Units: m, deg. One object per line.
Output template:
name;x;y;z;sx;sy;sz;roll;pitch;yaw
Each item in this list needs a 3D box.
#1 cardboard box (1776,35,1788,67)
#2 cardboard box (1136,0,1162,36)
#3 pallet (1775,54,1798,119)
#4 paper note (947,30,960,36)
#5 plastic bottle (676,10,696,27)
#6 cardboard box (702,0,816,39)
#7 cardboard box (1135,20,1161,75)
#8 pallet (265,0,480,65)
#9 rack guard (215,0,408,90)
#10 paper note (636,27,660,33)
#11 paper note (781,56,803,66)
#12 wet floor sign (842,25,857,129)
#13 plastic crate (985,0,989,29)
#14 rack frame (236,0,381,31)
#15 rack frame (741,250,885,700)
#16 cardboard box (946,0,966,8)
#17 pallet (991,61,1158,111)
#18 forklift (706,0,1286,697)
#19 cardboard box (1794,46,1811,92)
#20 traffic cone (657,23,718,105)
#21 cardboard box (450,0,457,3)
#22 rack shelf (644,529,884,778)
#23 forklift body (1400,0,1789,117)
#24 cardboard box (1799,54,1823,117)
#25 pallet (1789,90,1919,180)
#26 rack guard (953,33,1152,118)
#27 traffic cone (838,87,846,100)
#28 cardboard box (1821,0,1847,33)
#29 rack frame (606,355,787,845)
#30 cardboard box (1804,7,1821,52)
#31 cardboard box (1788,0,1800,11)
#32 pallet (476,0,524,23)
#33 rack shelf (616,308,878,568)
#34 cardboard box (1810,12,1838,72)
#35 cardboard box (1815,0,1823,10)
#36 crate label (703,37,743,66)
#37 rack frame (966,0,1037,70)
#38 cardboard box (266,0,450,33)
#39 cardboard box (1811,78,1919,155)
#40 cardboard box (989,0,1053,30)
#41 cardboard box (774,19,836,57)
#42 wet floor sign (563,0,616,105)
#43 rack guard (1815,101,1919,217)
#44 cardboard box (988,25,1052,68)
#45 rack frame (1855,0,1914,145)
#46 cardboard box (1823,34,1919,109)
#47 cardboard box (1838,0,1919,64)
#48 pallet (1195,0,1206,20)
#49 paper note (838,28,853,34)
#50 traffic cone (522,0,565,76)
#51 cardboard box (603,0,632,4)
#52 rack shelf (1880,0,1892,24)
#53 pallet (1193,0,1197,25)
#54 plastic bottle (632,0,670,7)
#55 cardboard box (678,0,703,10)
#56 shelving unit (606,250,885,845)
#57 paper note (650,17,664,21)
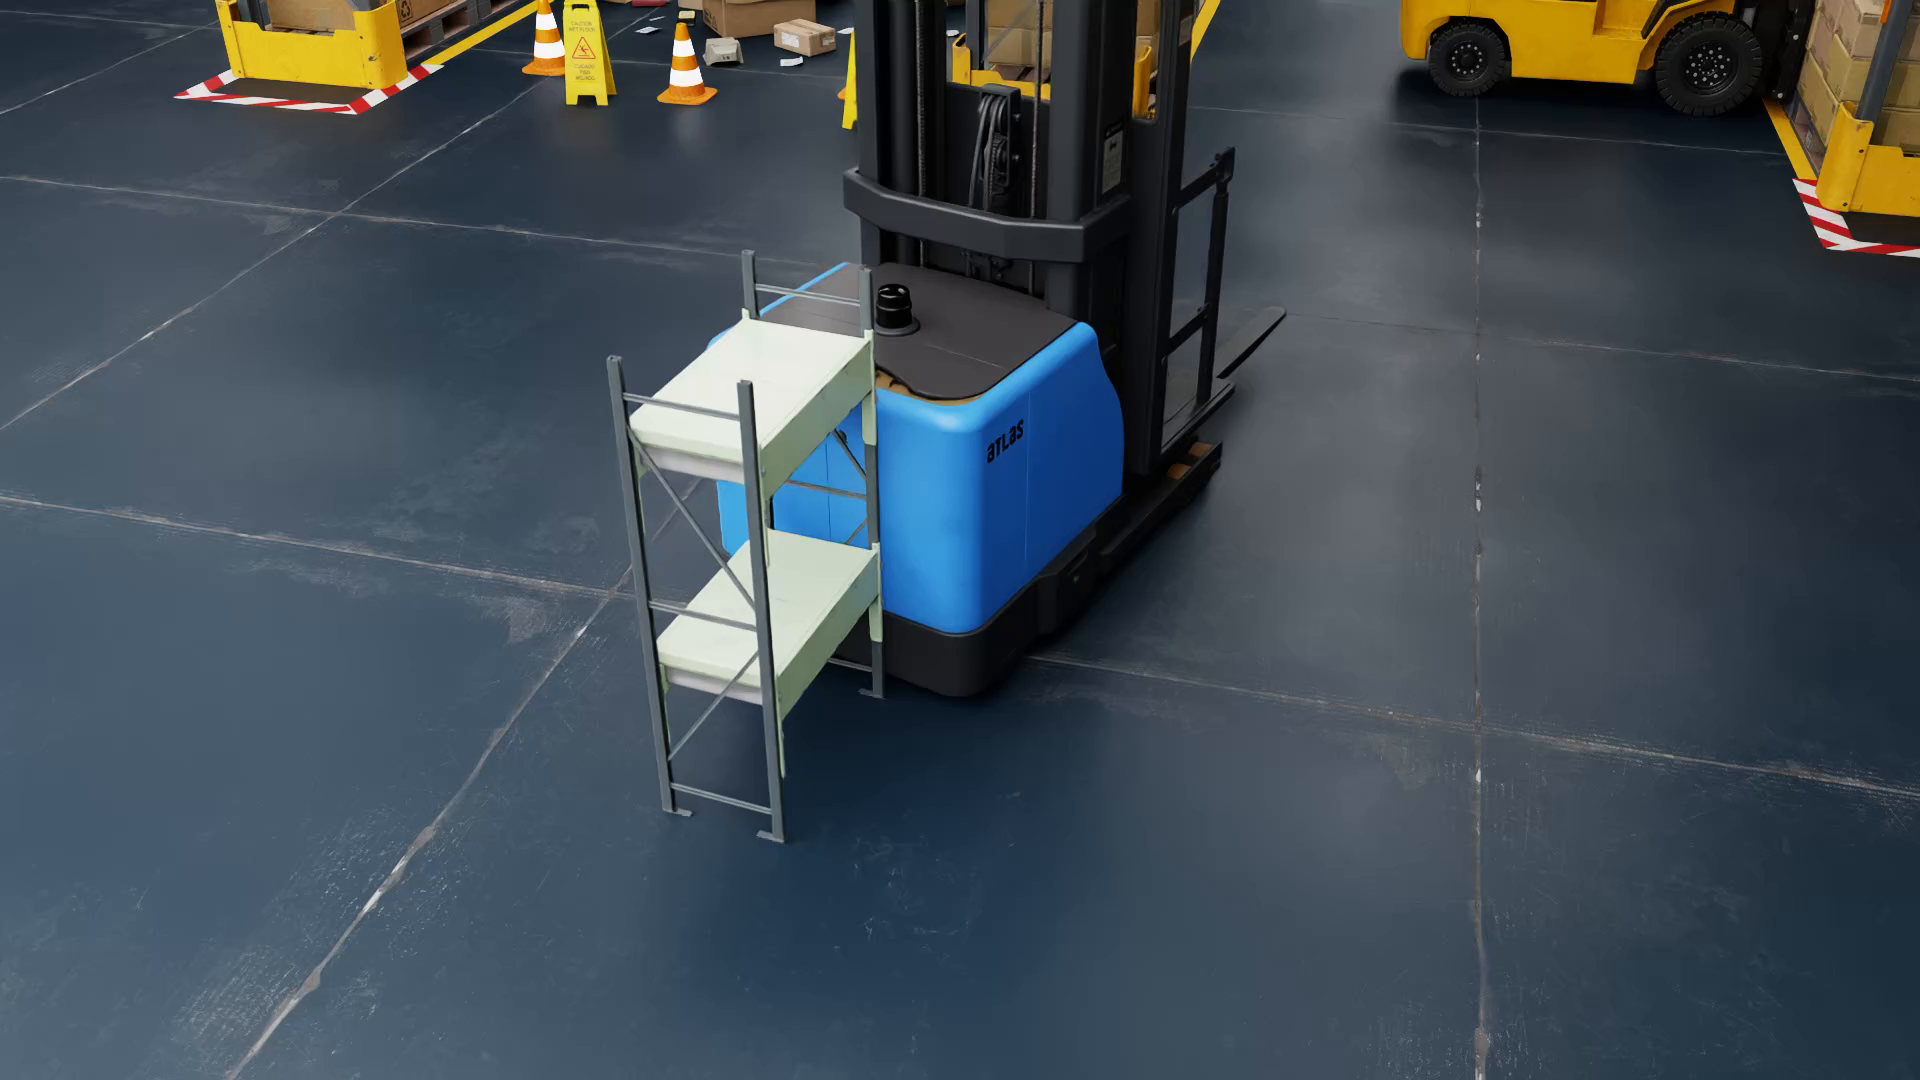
cardboard box;5.531;-3.185;10.636;0.500;0.250;0.500;9;34;14
cardboard box;1.012;-3.494;10.423;0.500;0.500;0.500;7;33;11
pallet;5.802;-2.951;10.695;1.003;0.211;1.213;8;33;12
paper note;-0.079;-3.661;11.980;0.142;0.019;0.148;-3;33;-4
plastic bottle;-2.013;-3.848;12.245;0.133;0.061;0.283;-3;33;-4
cardboard box;-1.469;-3.970;12.027;0.797;0.503;0.637;-14;35;-21
cardboard box;1.006;-3.166;10.605;0.500;0.250;0.500;8;33;12
pallet;-4.152;-3.638;11.776;1.003;0.211;1.213;8;33;12
rack guard;-4.286;-3.322;11.009;1.175;0.500;0.348;8;33;12
paper note;-2.250;-3.697;12.038;0.144;0.017;0.142;20;38;29
paper note;-1.151;-3.276;11.375;0.148;0.019;0.142;-3;33;-4
wet floor sign;-0.549;-2.821;10.087;0.267;0.644;0.232;20;38;29
plastic crate;0.358;-3.908;12.323;0.402;0.080;0.583;-3;33;-4
rack frame;-4.279;-4.389;10.358;1.000;3.000;0.127;8;33;12
rack frame;-0.435;-0.155;5.096;0.400;1.500;0.023;12;34;18
cardboard box;-0.039;-4.419;12.733;0.500;0.500;0.500;-21;38;-29
pallet;0.794;-3.047;10.847;1.003;0.211;1.213;8;33;12
forklift;0.381;-1.490;5.862;1.130;2.935;3.031;18;37;26
cardboard box;5.421;-2.913;10.207;0.500;0.250;0.500;8;33;13
traffic cone;-1.764;-3.071;10.649;0.336;0.463;0.334;8;33;12
cardboard box;-3.950;-4.488;12.102;0.875;0.875;0.875;8;33;12
rack shelf;-0.566;0.304;4.982;0.431;0.370;0.720;12;34;18
forklift body;4.053;-3.968;10.487;2.313;2.155;1.214;8;33;12
cardboard box;5.285;-2.654;9.801;0.500;0.250;0.500;8;33;12
pallet;5.490;-2.320;9.702;1.003;0.211;1.213;8;33;12
rack guard;0.553;-2.752;10.114;1.175;0.500;0.348;8;33;12
traffic cone;-0.604;-3.096;10.689;0.336;0.463;0.334;8;33;12
cardboard box;5.275;-3.080;9.538;0.500;0.250;0.500;9;33;13
rack frame;-0.697;0.212;4.519;0.400;1.500;0.023;12;34;18
cardboard box;5.406;-3.146;10.109;0.500;0.250;0.500;7;33;11
cardboard box;5.536;-3.406;10.517;0.500;0.250;0.500;8;33;12
pallet;-3.841;-4.269;12.769;1.003;0.211;1.213;8;33;12
rack shelf;-0.566;-0.301;4.598;0.431;0.370;0.720;12;34;18
cardboard box;5.295;-2.876;9.683;0.500;0.250;0.500;8;33;12
cardboard box;5.394;-3.343;9.952;0.500;0.250;0.500;8;33;13
crate label;-1.625;-3.350;11.391;0.250;0.136;0.298;-8;33;-13
rack frame;0.534;-3.768;9.381;1.000;3.000;0.127;8;33;12
cardboard box;-4.171;-4.031;11.384;0.875;0.875;0.875;8;33;13
cardboard box;5.150;-2.398;9.397;0.500;0.250;0.500;8;33;13
cardboard box;0.485;-3.552;10.515;0.500;0.500;0.500;8;33;13
cardboard box;-1.087;-3.520;11.648;0.380;0.149;0.250;28;42;36
wet floor sign;-2.372;-3.111;10.542;0.267;0.644;0.232;3;33;4
rack guard;5.330;-2.027;8.972;1.175;0.500;0.348;8;33;12
cardboard box;0.485;-3.253;10.743;0.500;0.250;0.500;8;33;12
rack frame;5.336;-3.094;8.321;1.000;3.000;0.127;8;33;12
cardboard box;5.157;-2.617;9.276;0.500;0.250;0.500;8;33;12
cardboard box;5.152;-2.814;9.120;0.500;0.250;0.500;9;34;14
pallet;1.413;-4.313;12.838;1.003;0.211;1.213;8;33;12
paper note;-0.791;-3.692;12.040;0.148;0.019;0.142;20;38;29
traffic cone;-2.771;-3.401;11.168;0.336;0.463;0.334;8;33;12
cardboard box;-2.666;-4.466;12.807;0.500;0.500;0.500;14;35;21
rack shelf;5.844;-3.828;10.146;1.077;0.370;4.000;8;33;12
pallet;1.105;-3.678;11.839;1.003;0.211;1.213;8;33;12
plastic bottle;-2.345;-4.097;12.637;0.283;0.061;0.133;-3;33;-4
cardboard box;-1.919;-4.168;12.560;0.396;0.266;0.258;14;35;21
shelving unit;-0.566;0.028;4.807;0.431;1.500;0.755;12;34;18
paper note;-2.245;-3.863;12.316;0.032;0.001;0.123;28;42;36
